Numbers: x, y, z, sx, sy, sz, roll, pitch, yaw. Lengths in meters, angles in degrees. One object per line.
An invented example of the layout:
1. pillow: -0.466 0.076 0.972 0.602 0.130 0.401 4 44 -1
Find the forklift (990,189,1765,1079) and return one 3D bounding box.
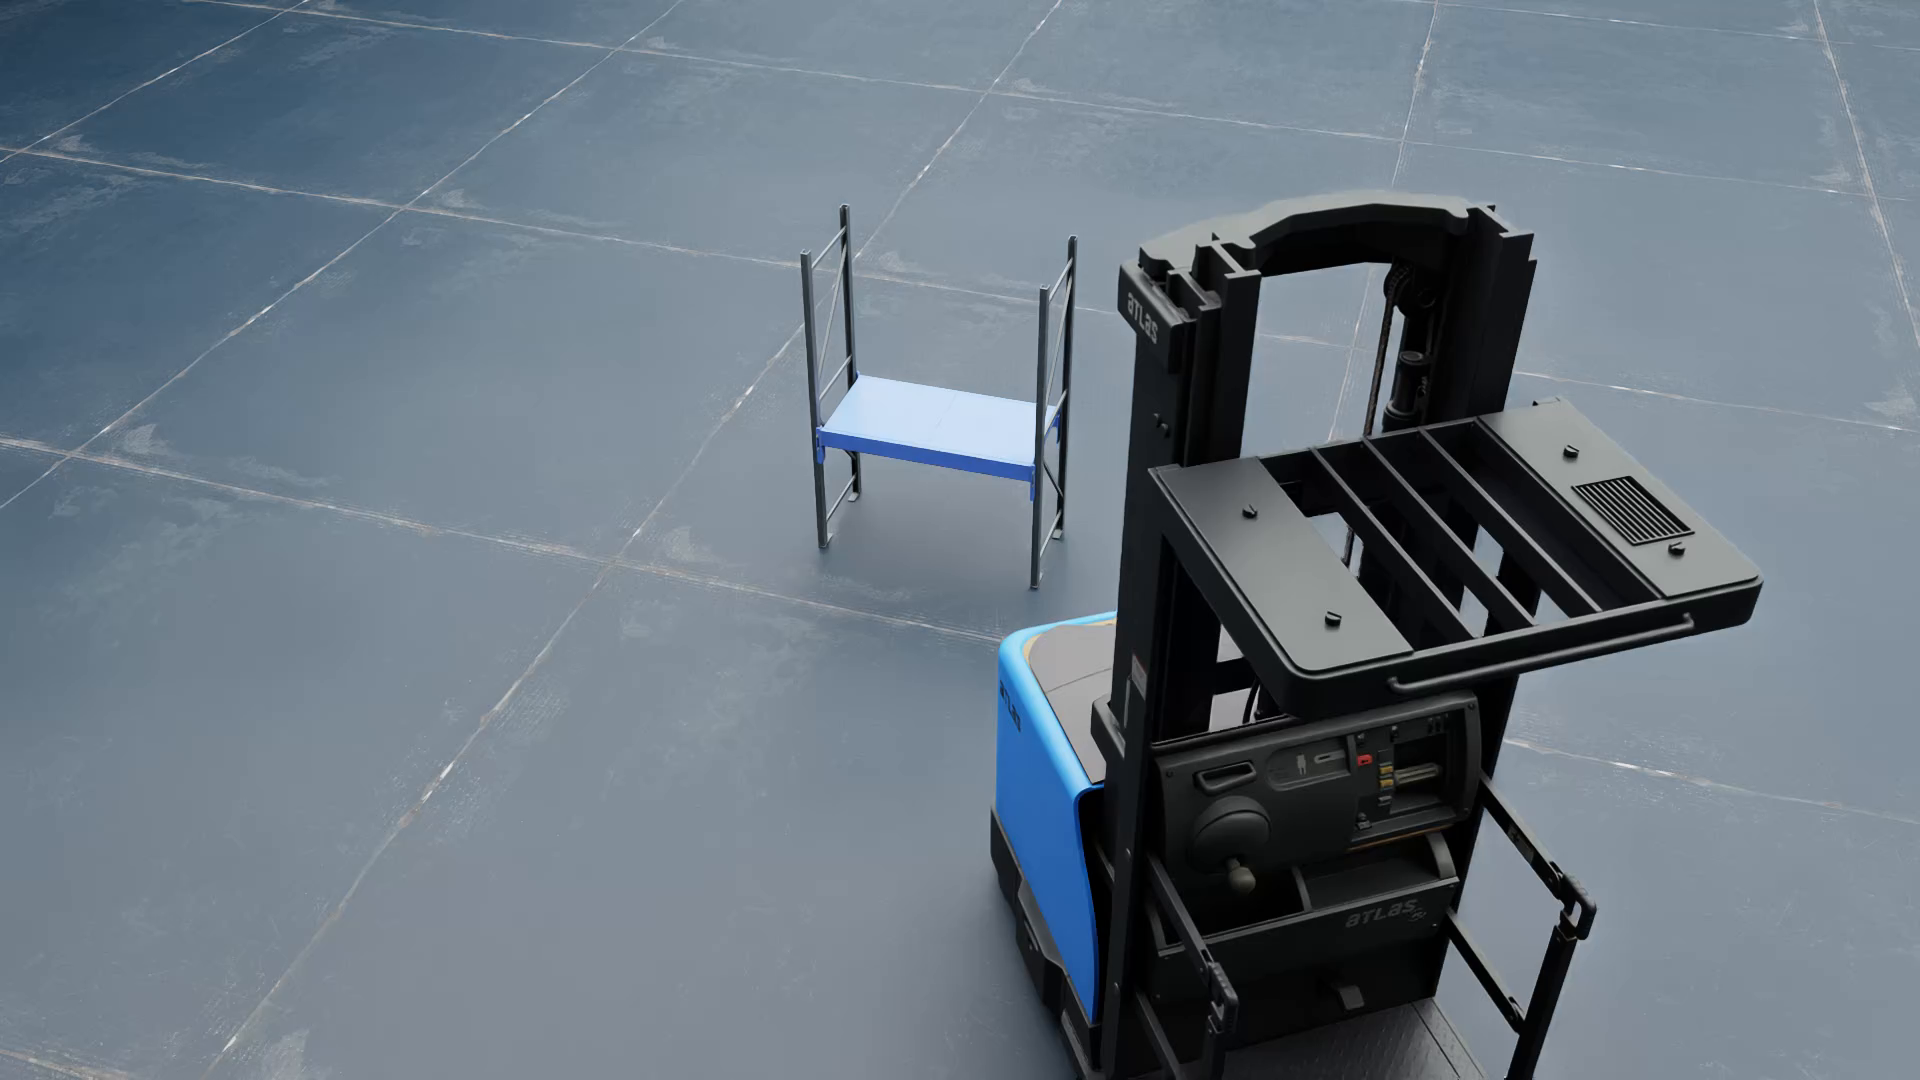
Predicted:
1. forklift: 1.031 0.743 4.267 1.130 2.935 3.031 -10 38 -14

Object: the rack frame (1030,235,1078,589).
1. rack frame: 0.404 -0.529 7.204 0.032 1.500 0.500 10 38 14

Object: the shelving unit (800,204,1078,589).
1. shelving unit: -0.081 -0.619 7.326 1.048 1.500 0.500 10 38 14

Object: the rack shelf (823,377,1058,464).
1. rack shelf: -0.081 -0.514 7.404 0.952 0.062 0.459 10 38 14

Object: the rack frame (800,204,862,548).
1. rack frame: -0.567 -0.709 7.448 0.032 1.500 0.500 10 38 14
